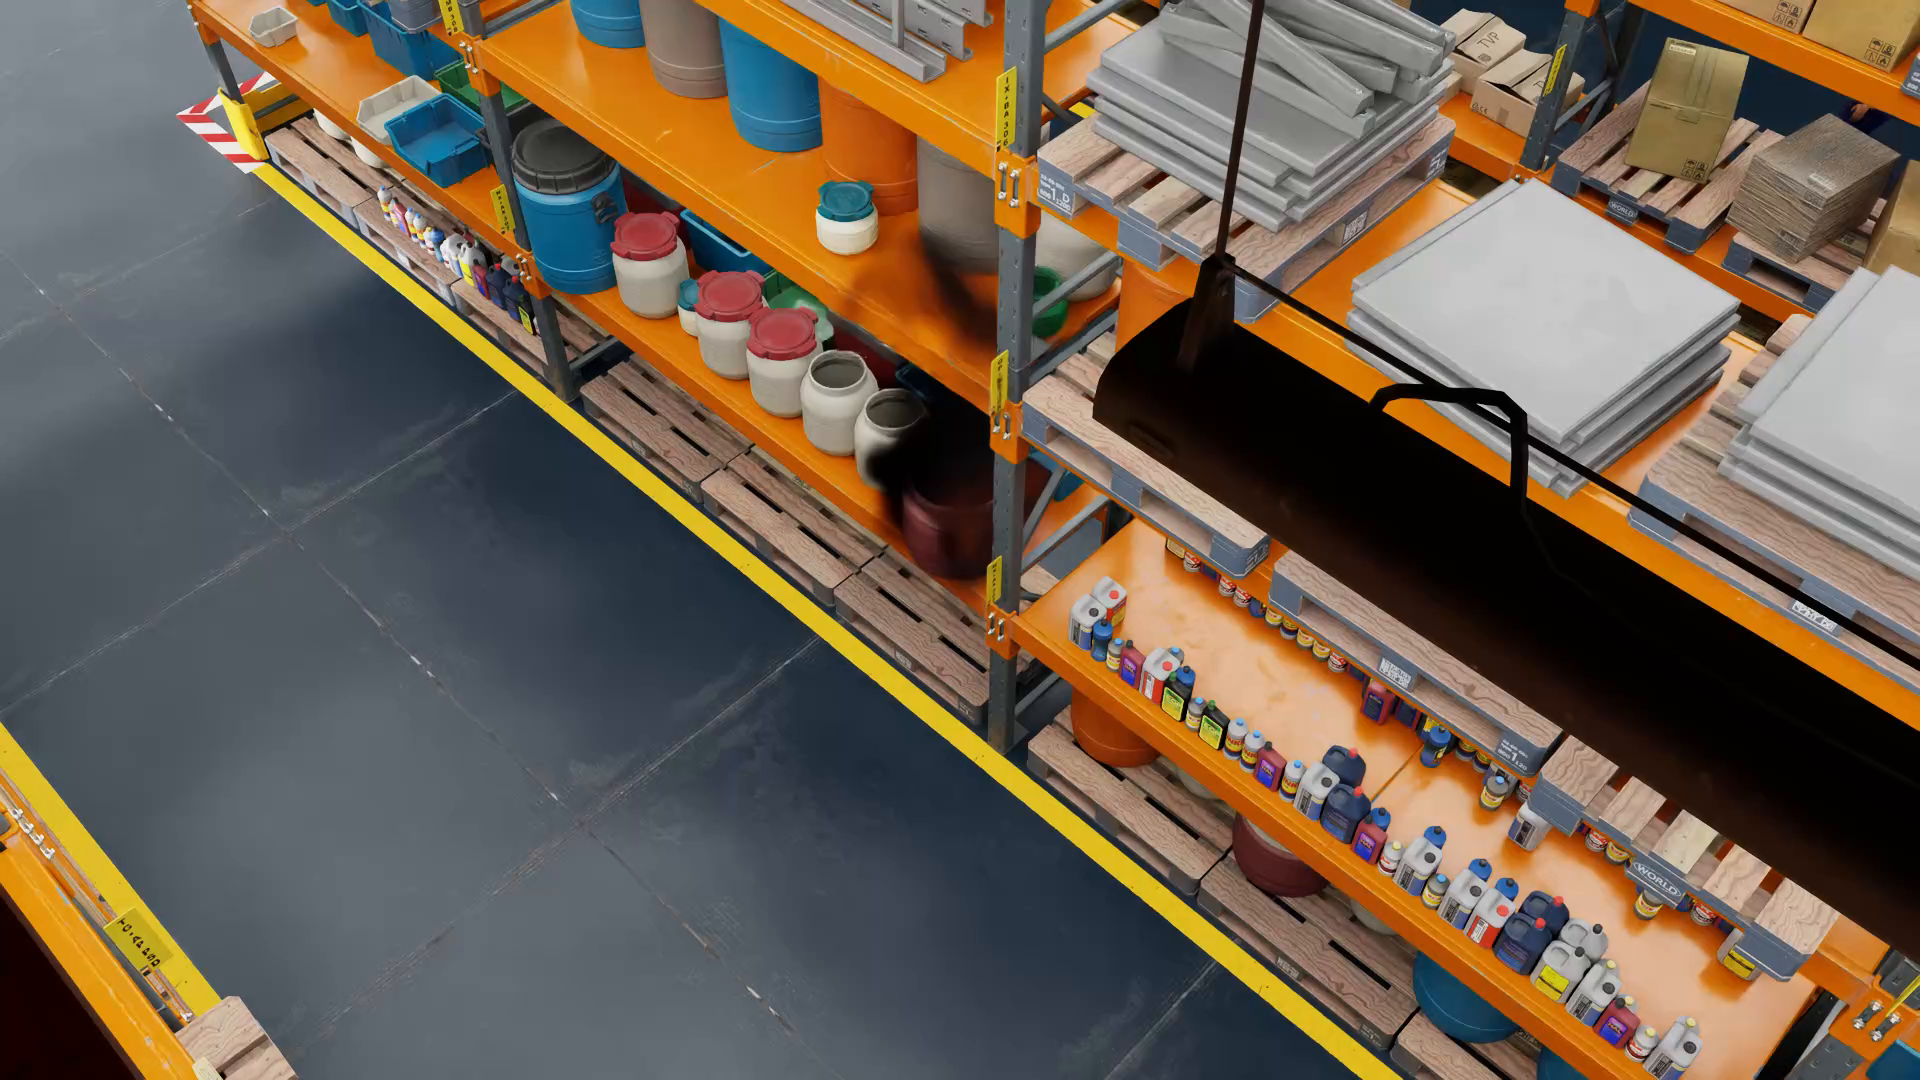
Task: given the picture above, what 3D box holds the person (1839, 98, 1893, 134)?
[{"bbox_3d":[6.619,-3.252,12.124,0.694,1.538,0.592,21,53,17],"label":"person"}]
